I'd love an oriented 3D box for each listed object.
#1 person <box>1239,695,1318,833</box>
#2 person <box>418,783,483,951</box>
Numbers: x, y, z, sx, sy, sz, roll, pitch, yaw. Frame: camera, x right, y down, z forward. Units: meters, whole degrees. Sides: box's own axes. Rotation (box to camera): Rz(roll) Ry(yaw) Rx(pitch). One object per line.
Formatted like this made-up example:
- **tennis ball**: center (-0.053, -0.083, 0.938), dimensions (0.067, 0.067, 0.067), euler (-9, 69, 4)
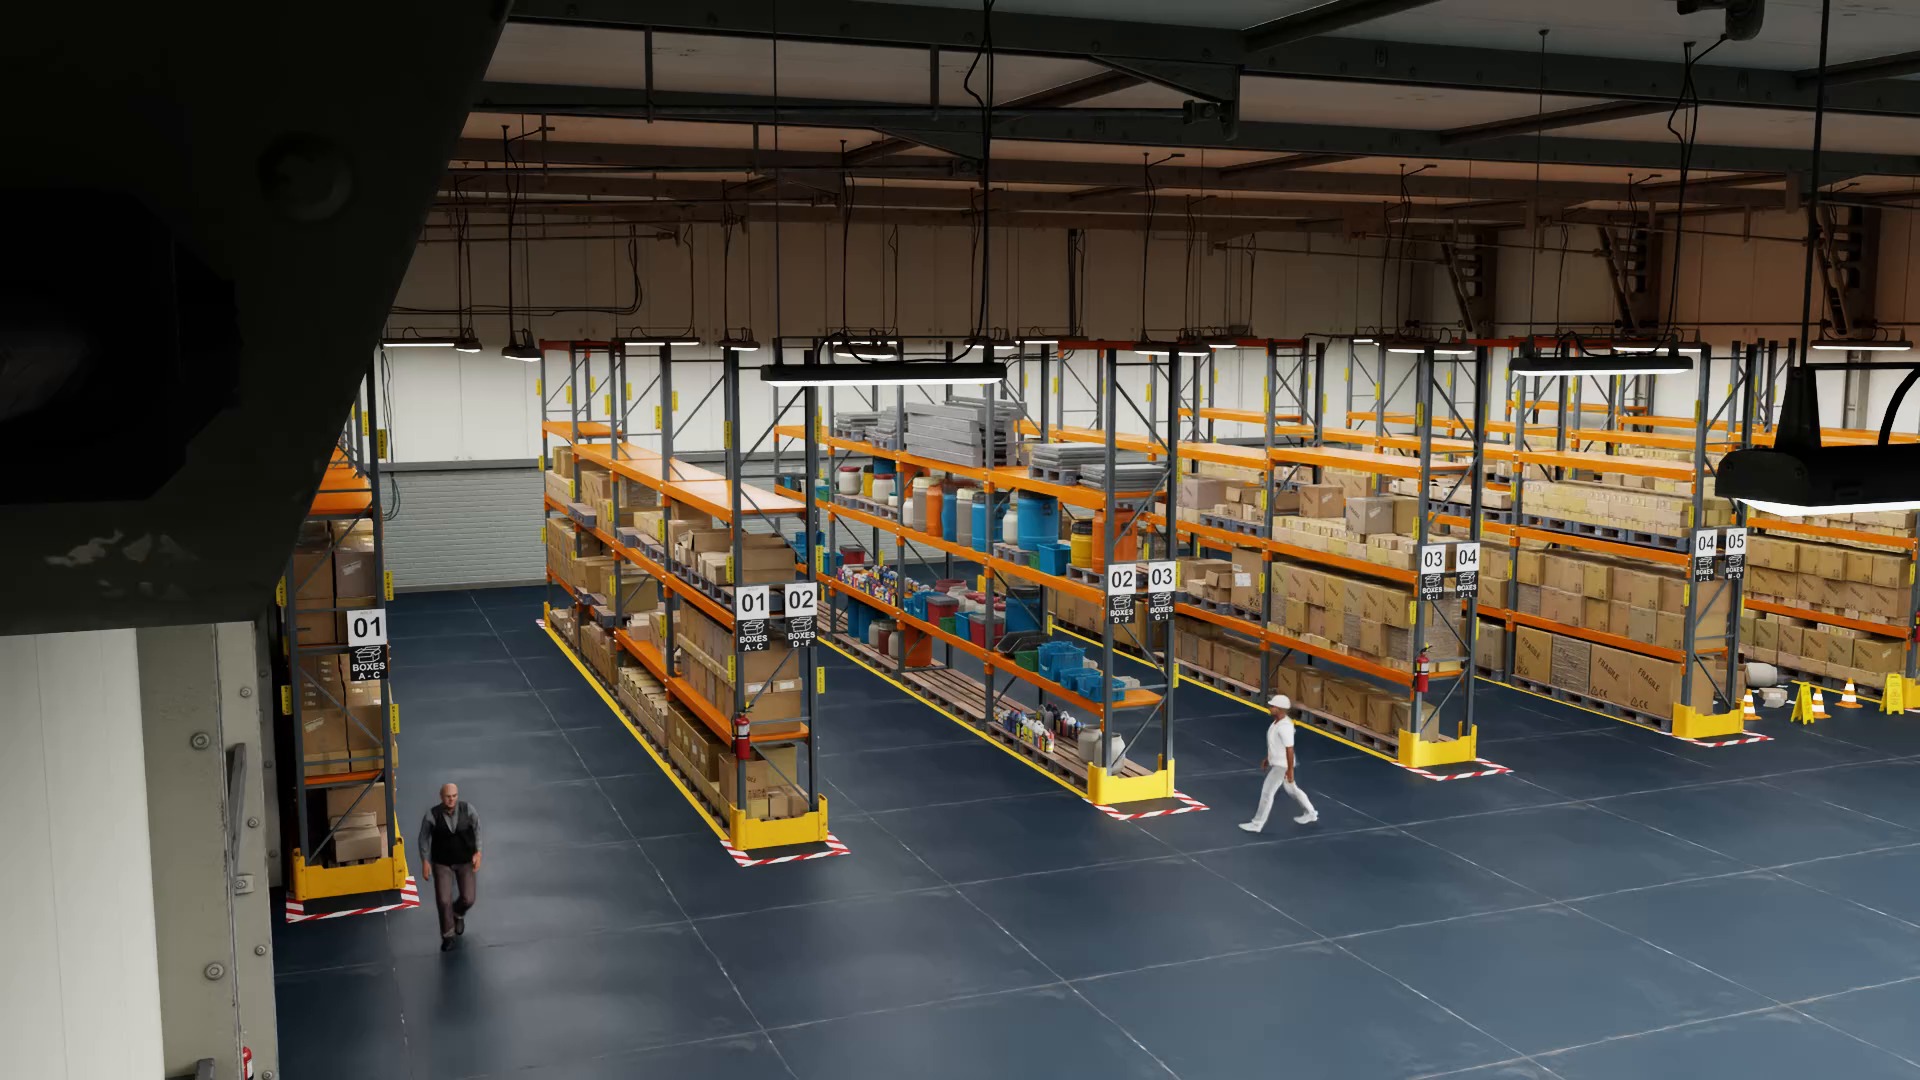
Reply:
- **person**: center (3.989, 2.785, 20.770), dimensions (1.075, 1.718, 0.586), euler (-1, 8, -8)
- **person**: center (-5.214, 3.292, 17.042), dimensions (0.633, 1.708, 0.600), euler (-3, 8, -23)
